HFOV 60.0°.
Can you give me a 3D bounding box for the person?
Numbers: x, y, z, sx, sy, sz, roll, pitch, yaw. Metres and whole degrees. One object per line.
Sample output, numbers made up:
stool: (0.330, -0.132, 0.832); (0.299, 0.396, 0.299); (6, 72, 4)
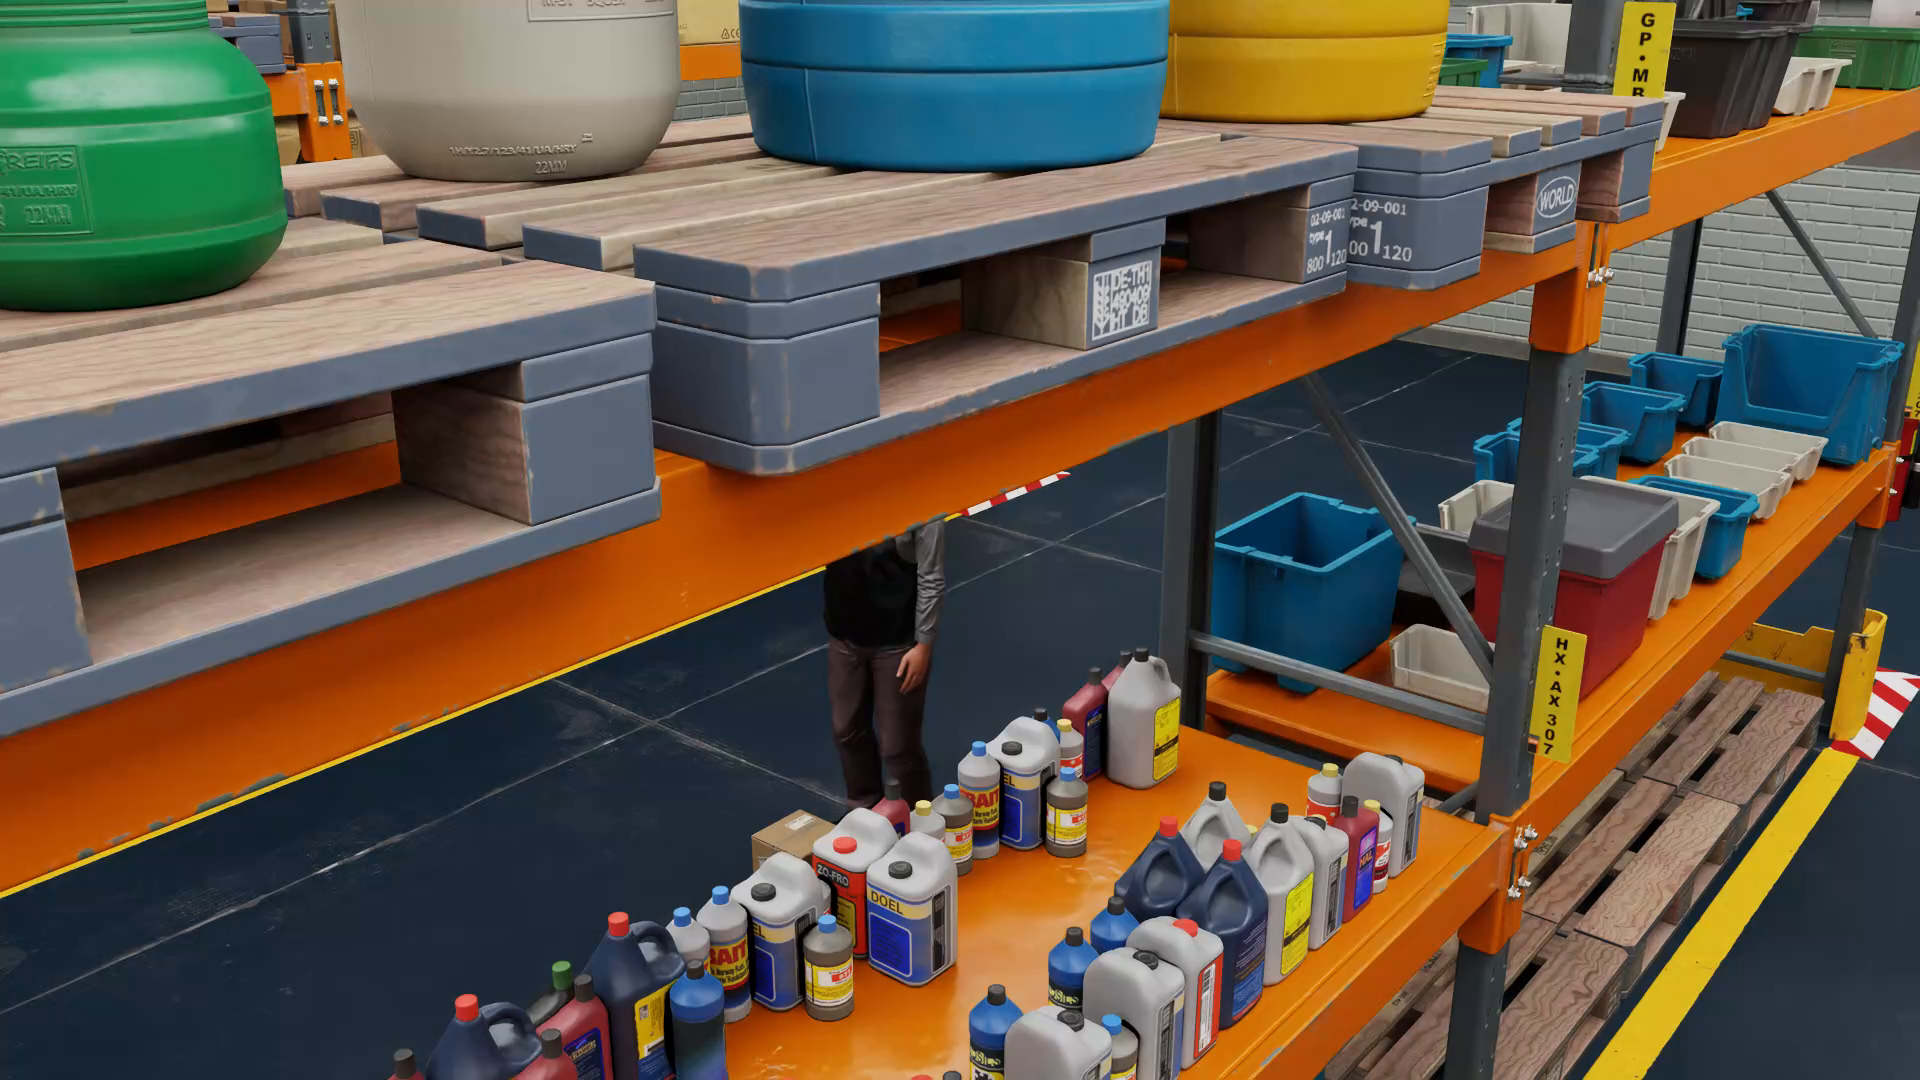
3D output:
person: (-0.279, 0.371, 6.118); (0.534, 1.717, 0.356); (16, 26, 38)
